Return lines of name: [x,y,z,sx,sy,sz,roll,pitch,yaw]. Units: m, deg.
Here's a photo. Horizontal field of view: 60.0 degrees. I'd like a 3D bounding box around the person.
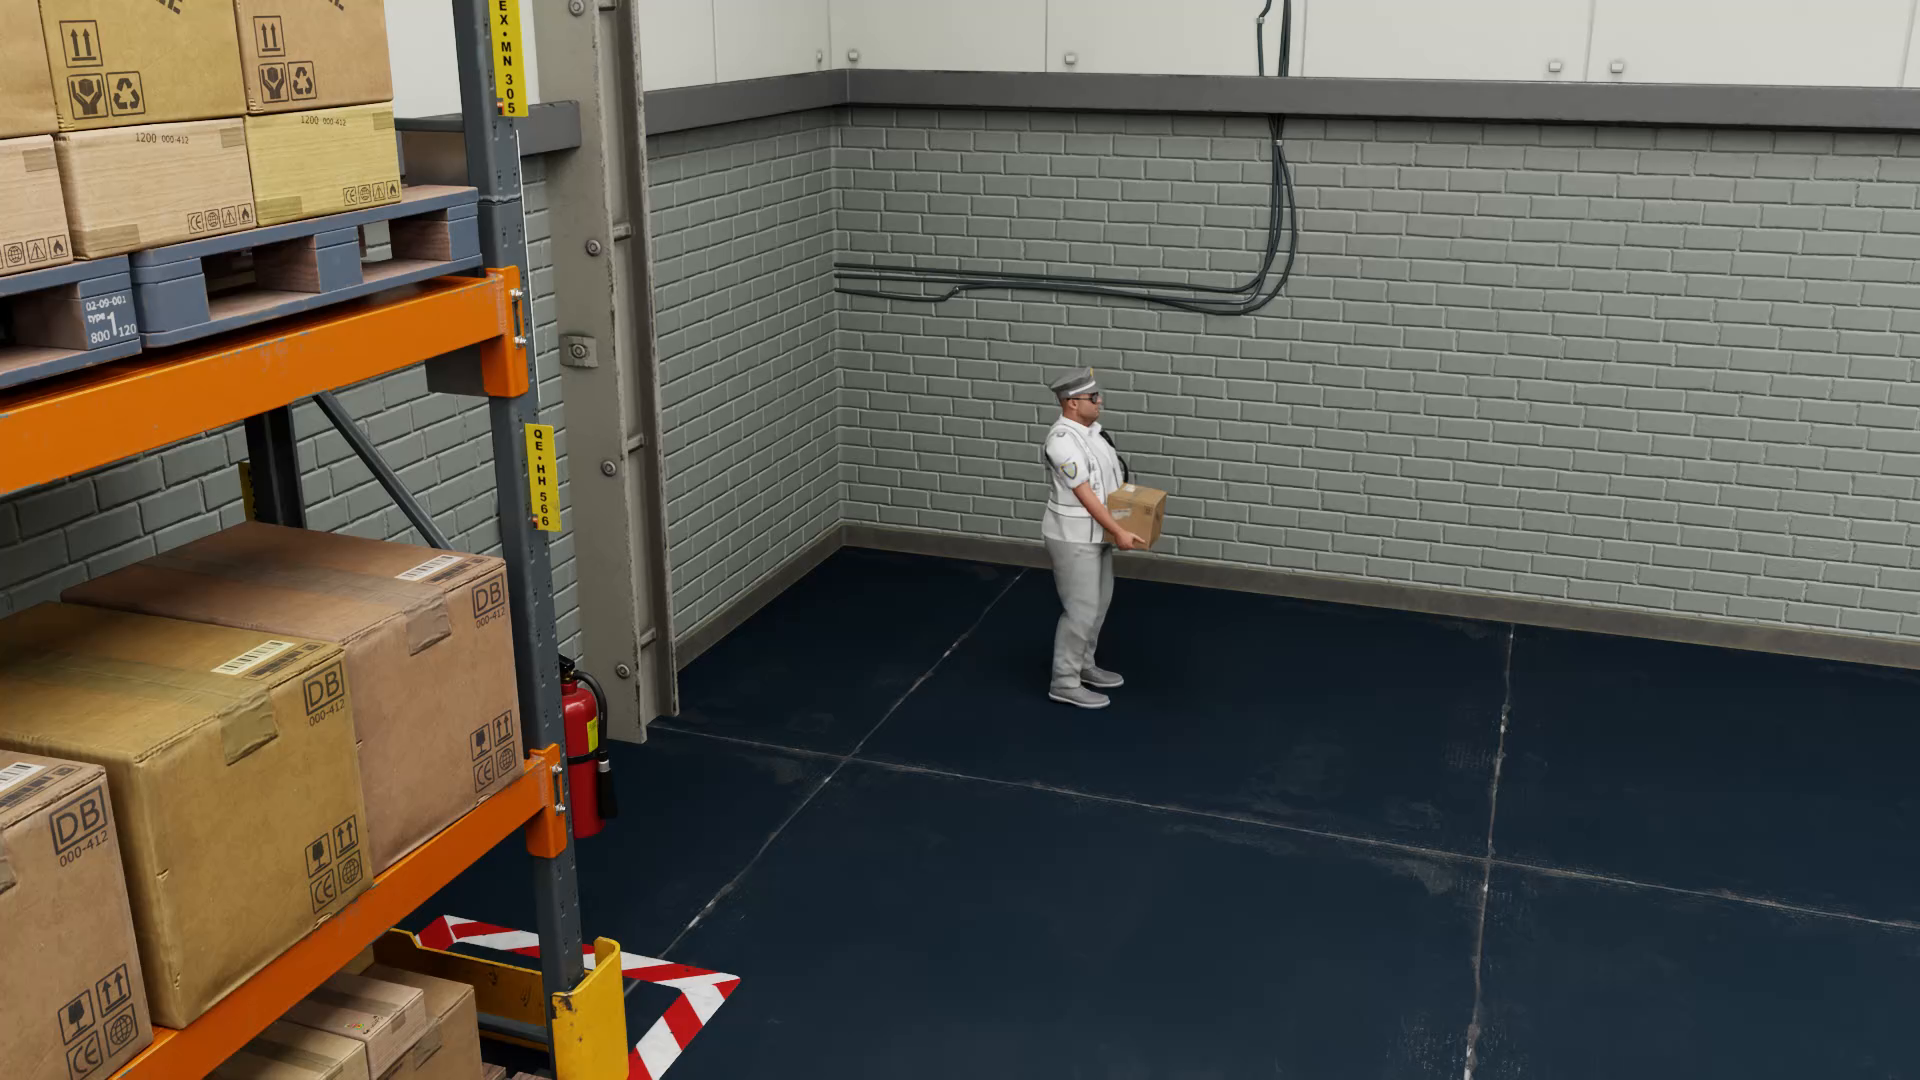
person: [0.718,-0.021,8.597,0.563,1.763,0.494,7,20,19]
